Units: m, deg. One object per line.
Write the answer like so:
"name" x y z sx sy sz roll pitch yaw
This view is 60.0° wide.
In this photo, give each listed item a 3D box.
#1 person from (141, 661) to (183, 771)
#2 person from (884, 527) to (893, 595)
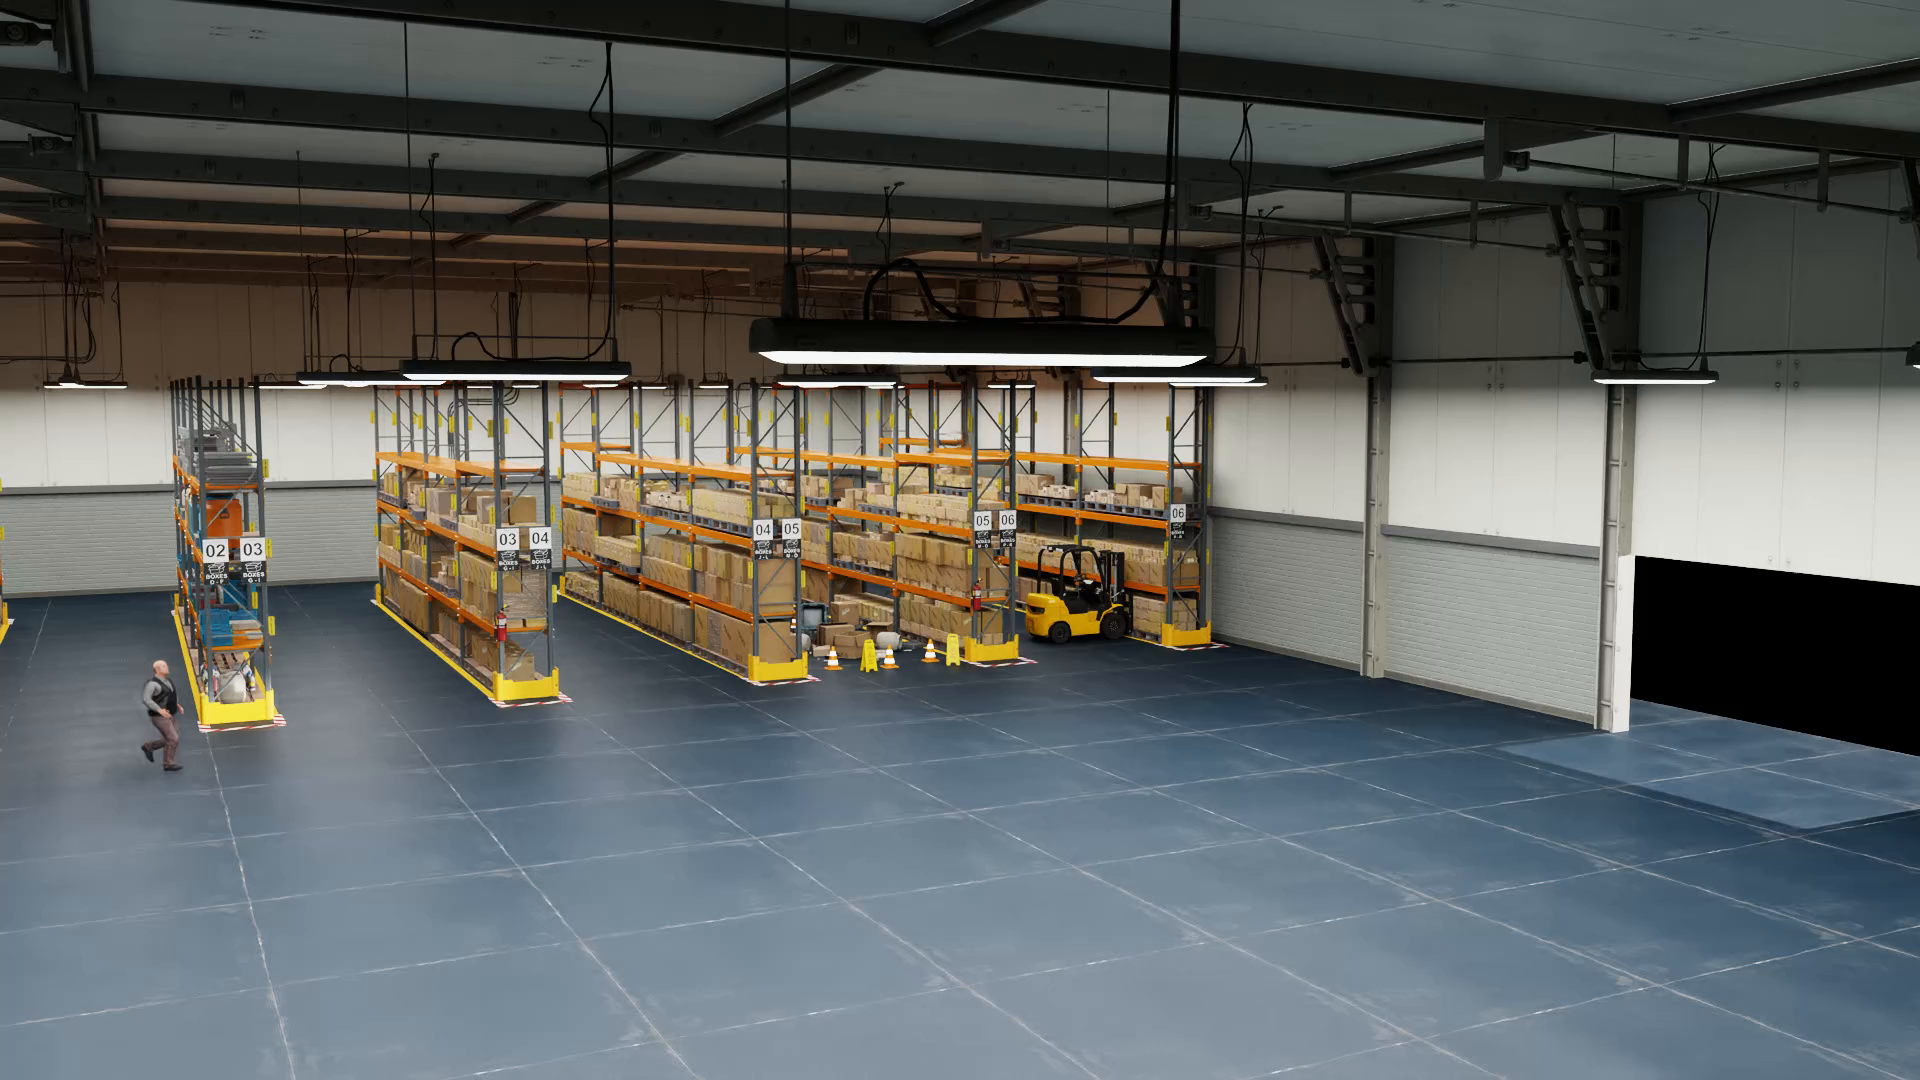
"person" -12.089 2.653 25.110 0.685 1.679 0.700 0 5 2
"person" -1.894 0.574 45.201 0.729 1.871 0.716 -3 6 -27
